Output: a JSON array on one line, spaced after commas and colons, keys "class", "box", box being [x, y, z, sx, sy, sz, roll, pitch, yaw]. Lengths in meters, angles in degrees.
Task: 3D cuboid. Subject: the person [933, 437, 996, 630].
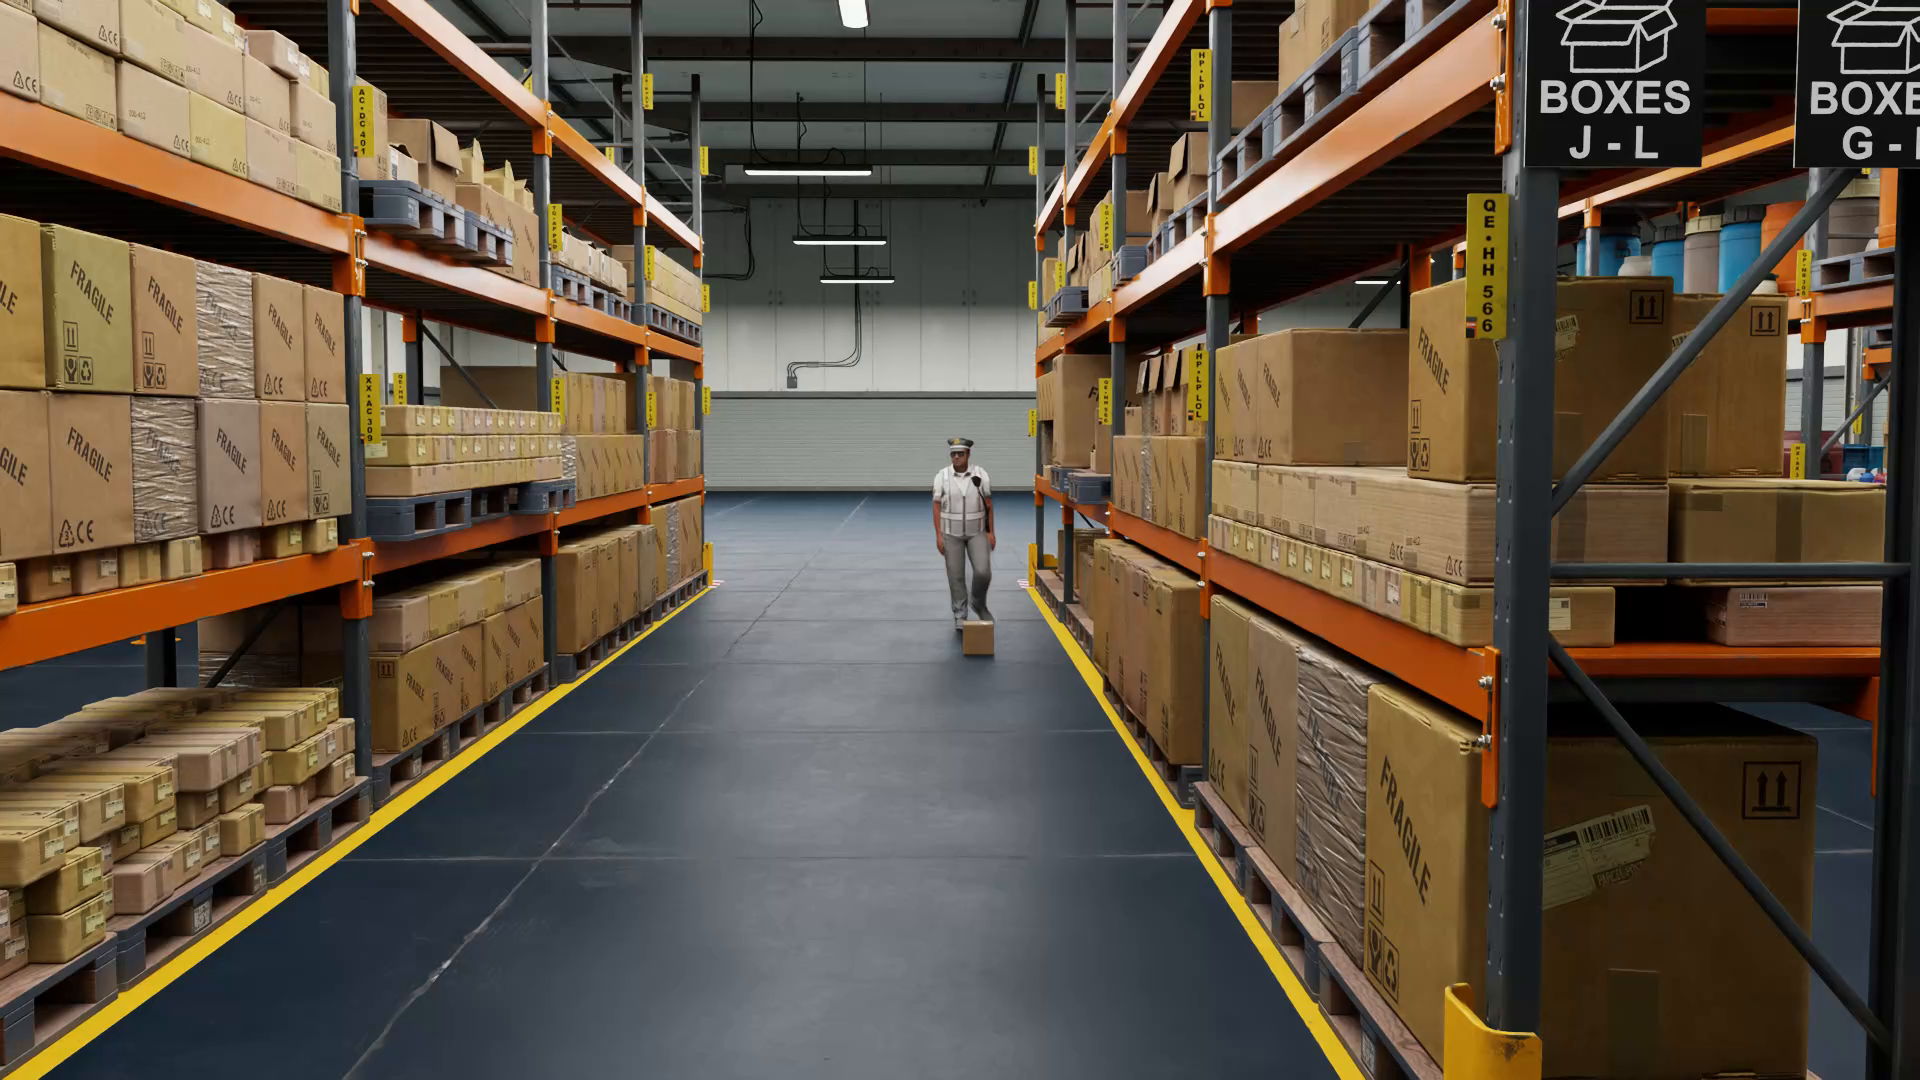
[{"class": "person", "box": [0.041, -0.060, 15.172, 0.579, 1.758, 0.474, 0, 4, 0]}]
